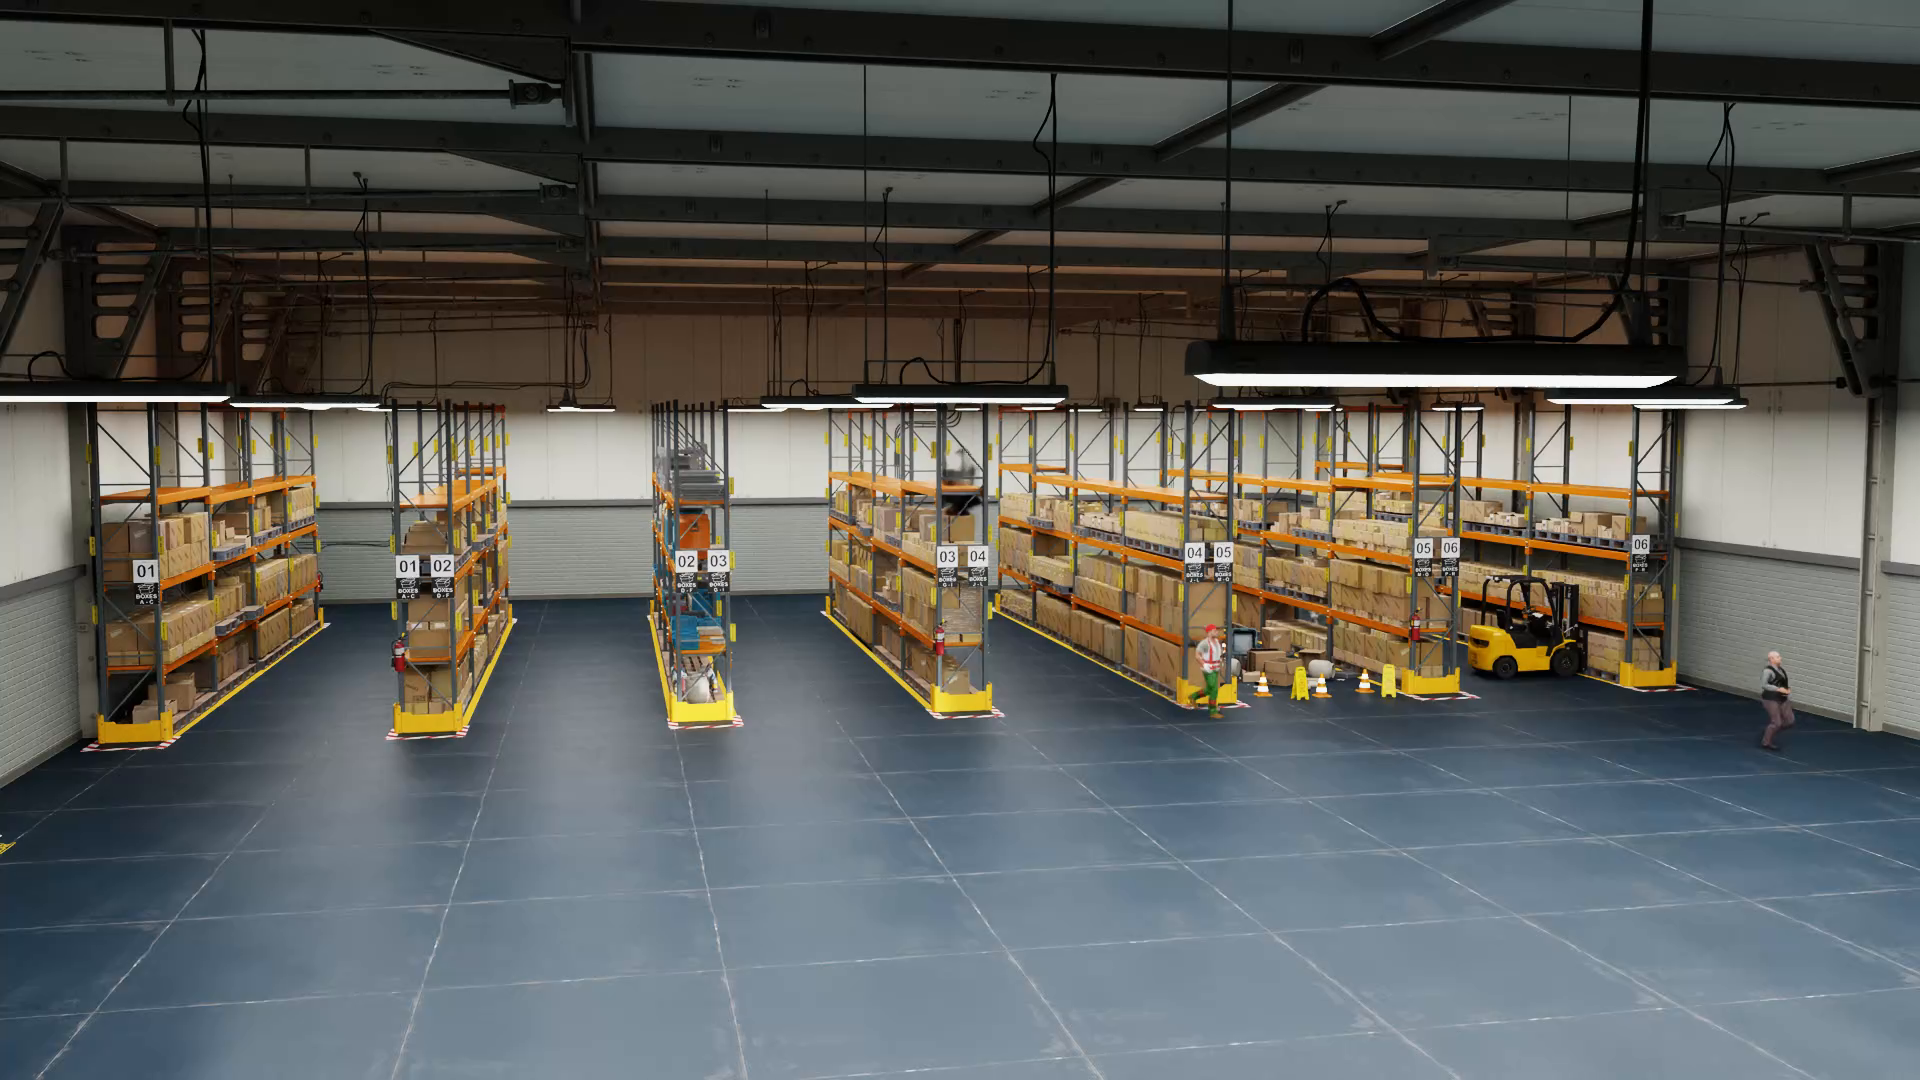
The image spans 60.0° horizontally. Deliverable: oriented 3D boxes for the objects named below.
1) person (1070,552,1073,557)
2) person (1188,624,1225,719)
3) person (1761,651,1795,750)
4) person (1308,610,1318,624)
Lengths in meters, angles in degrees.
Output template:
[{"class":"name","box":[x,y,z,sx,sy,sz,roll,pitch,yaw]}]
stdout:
[{"class":"person","box":[3.265,1.198,48.692,0.698,1.793,0.778,-3,5,-32]},{"class":"person","box":[4.688,2.460,31.474,0.829,1.777,0.659,4,6,42]},{"class":"person","box":[13.946,2.740,28.308,0.649,1.676,0.580,-3,5,-33]},{"class":"person","box":[9.441,1.489,44.576,0.643,1.798,0.746,-1,4,-11]}]
